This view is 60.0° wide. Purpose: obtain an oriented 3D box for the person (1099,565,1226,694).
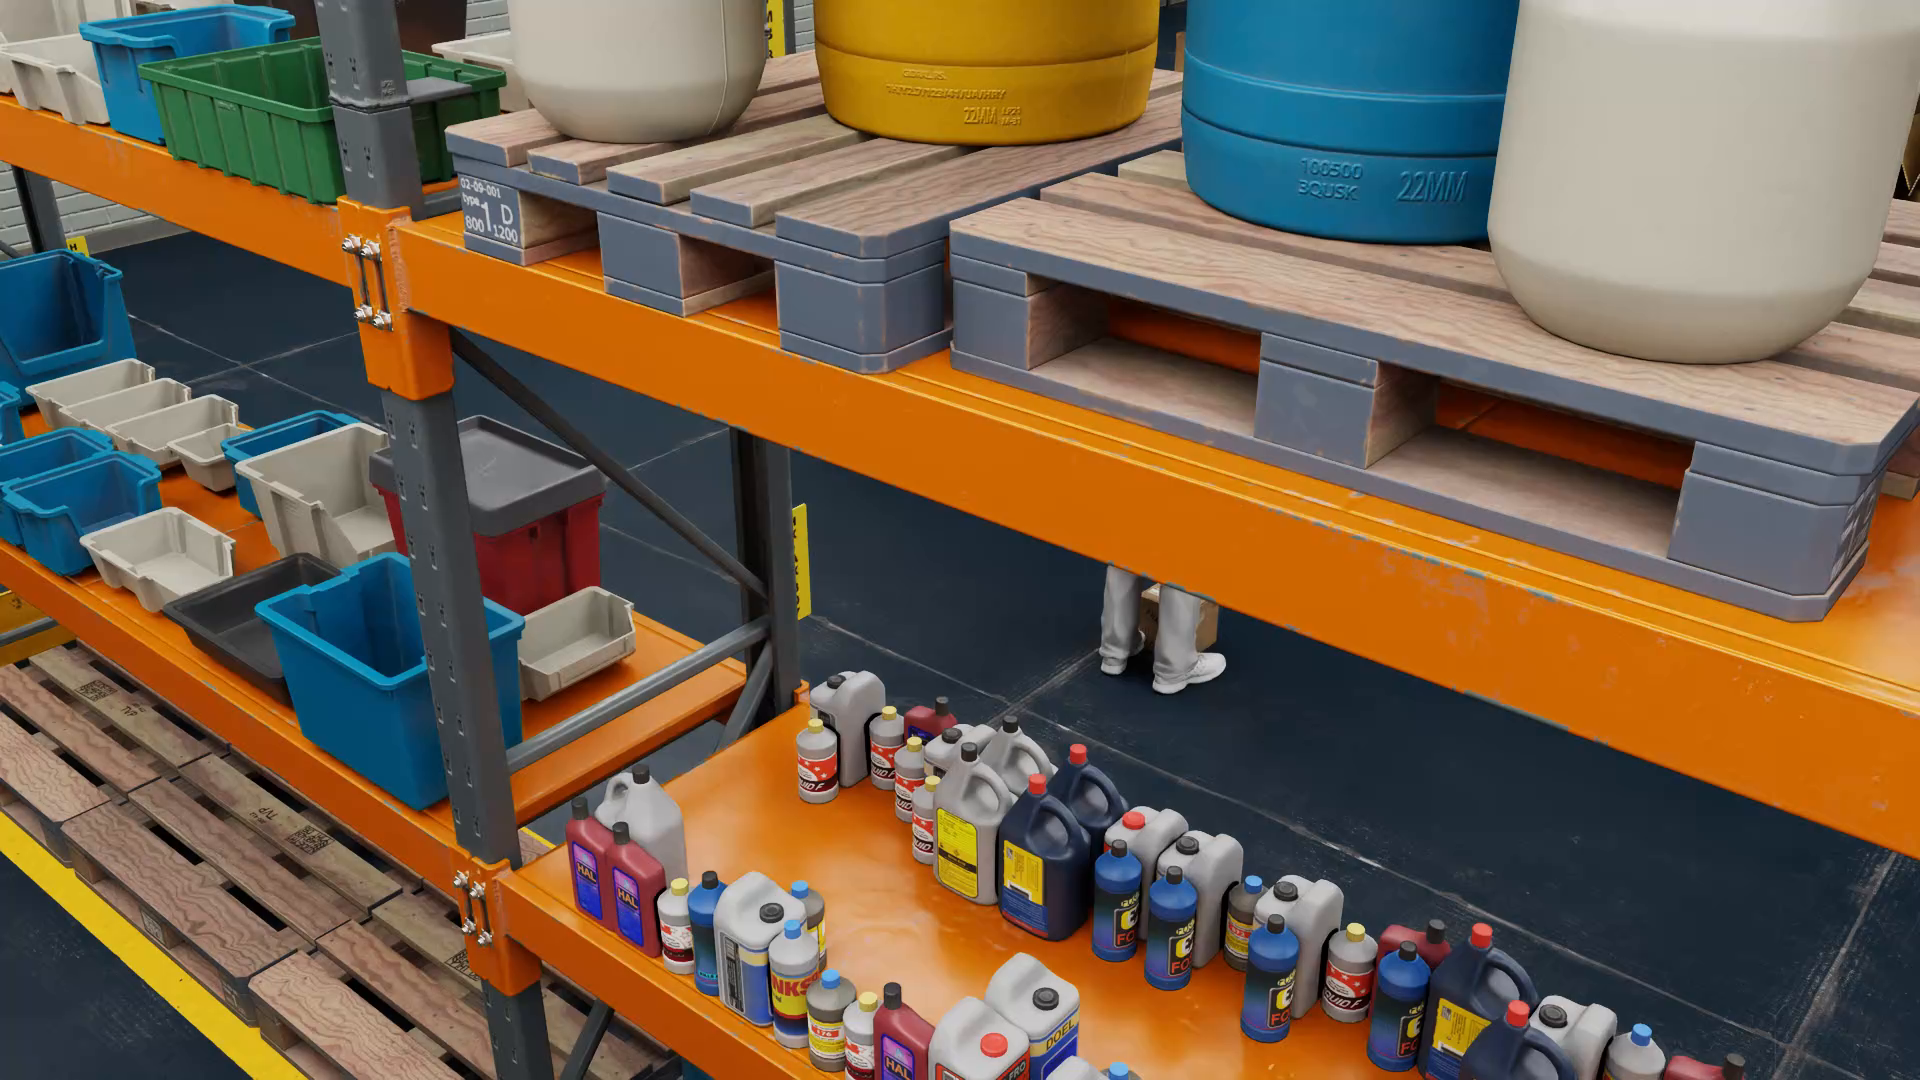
[{"bbox_3d":[0.773,-0.258,6.640,0.653,1.774,0.422,19,32,32],"label":"person"}]
